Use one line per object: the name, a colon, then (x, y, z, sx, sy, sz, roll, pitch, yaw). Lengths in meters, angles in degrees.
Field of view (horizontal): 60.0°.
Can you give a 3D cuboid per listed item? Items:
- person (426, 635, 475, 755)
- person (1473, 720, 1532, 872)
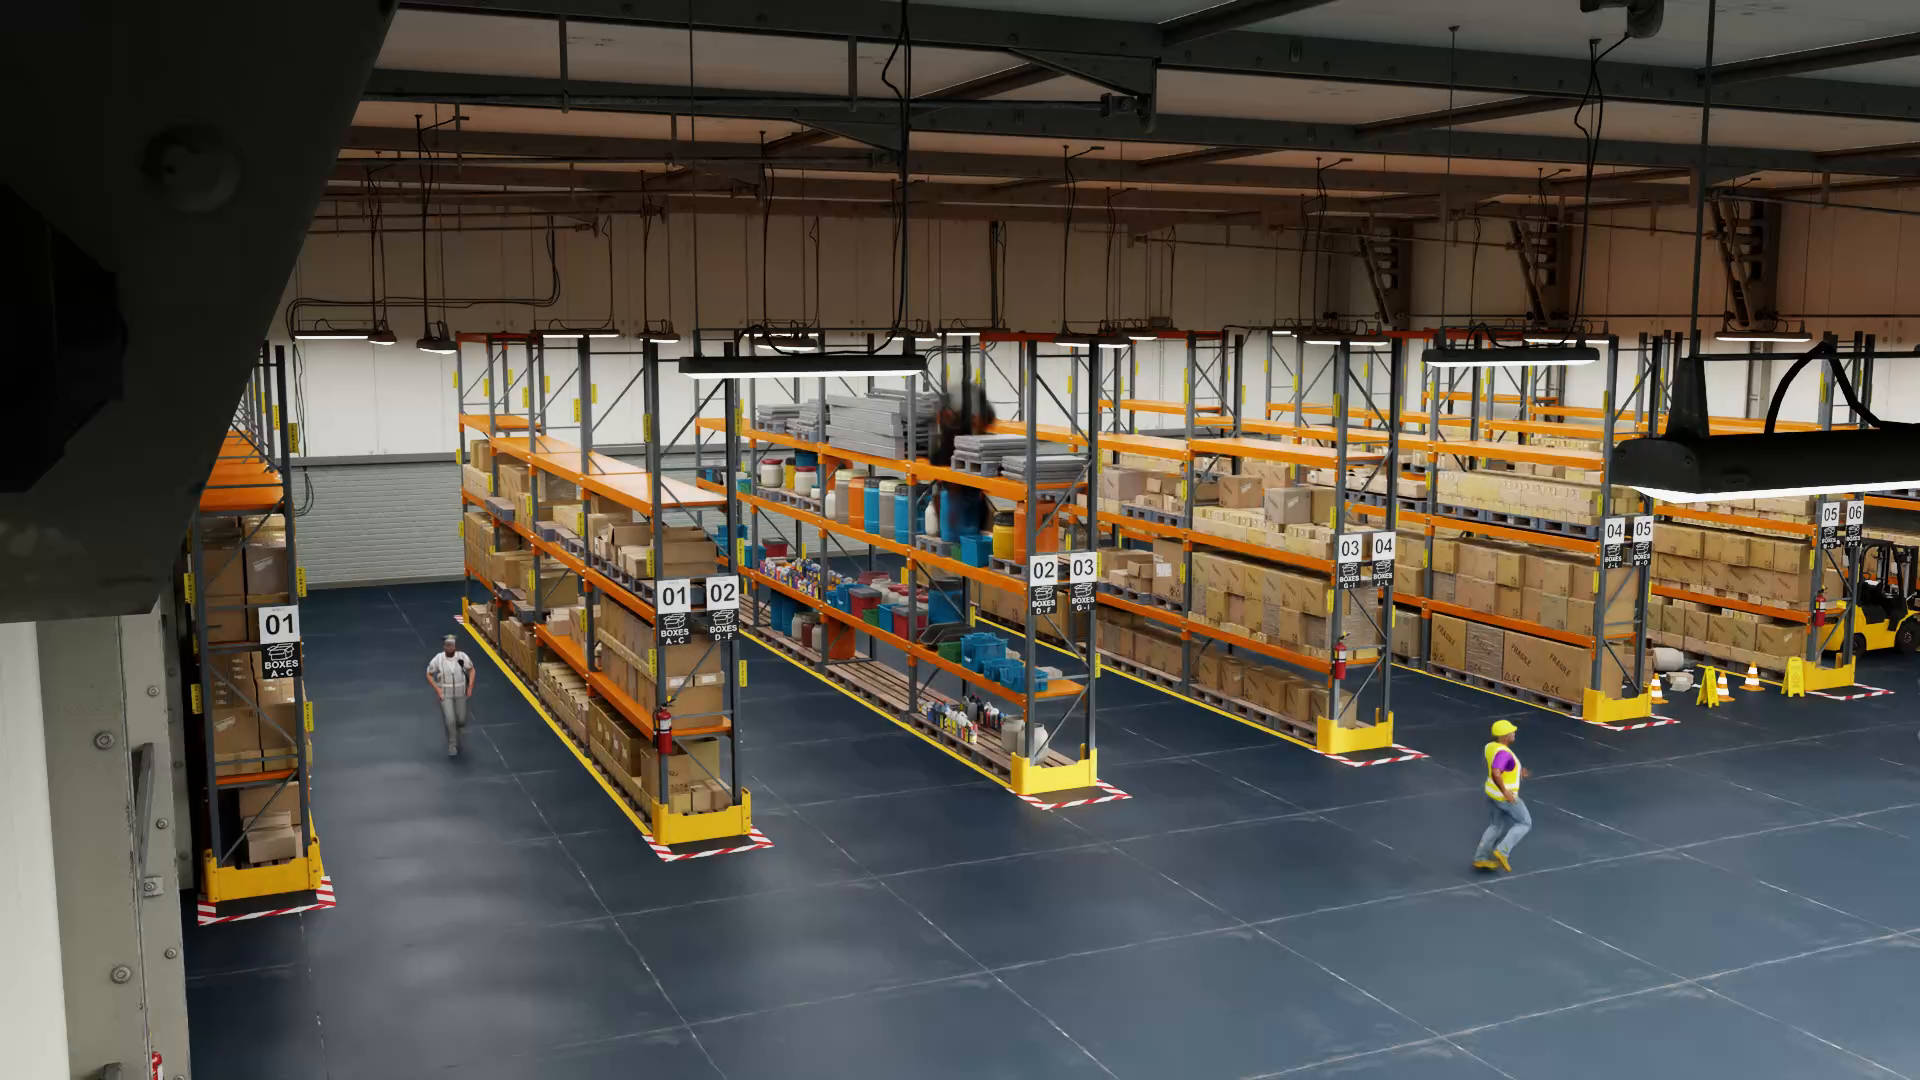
person: (-7.420, 2.215, 24.260, 0.690, 1.747, 0.662, -4, 9, -28)
person: (6.225, 2.912, 18.962, 0.678, 1.743, 0.679, -1, 8, -8)
